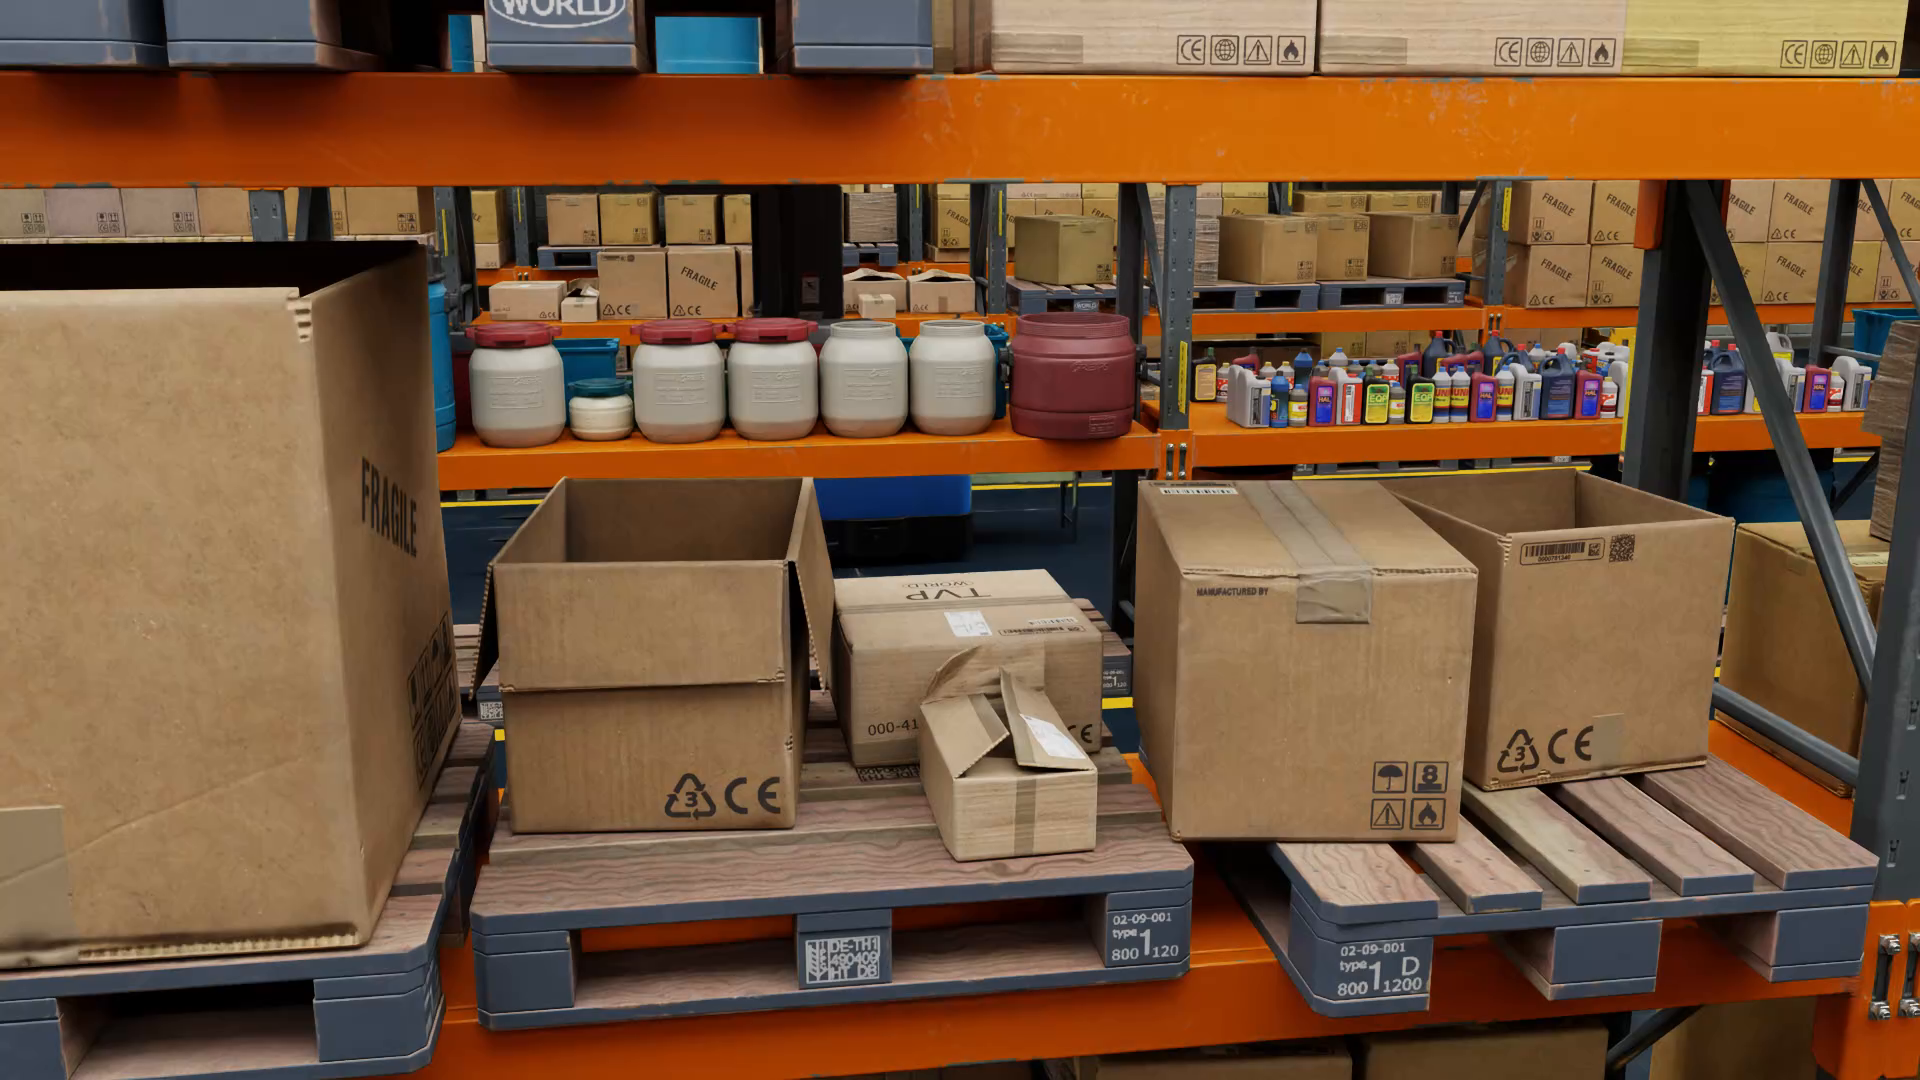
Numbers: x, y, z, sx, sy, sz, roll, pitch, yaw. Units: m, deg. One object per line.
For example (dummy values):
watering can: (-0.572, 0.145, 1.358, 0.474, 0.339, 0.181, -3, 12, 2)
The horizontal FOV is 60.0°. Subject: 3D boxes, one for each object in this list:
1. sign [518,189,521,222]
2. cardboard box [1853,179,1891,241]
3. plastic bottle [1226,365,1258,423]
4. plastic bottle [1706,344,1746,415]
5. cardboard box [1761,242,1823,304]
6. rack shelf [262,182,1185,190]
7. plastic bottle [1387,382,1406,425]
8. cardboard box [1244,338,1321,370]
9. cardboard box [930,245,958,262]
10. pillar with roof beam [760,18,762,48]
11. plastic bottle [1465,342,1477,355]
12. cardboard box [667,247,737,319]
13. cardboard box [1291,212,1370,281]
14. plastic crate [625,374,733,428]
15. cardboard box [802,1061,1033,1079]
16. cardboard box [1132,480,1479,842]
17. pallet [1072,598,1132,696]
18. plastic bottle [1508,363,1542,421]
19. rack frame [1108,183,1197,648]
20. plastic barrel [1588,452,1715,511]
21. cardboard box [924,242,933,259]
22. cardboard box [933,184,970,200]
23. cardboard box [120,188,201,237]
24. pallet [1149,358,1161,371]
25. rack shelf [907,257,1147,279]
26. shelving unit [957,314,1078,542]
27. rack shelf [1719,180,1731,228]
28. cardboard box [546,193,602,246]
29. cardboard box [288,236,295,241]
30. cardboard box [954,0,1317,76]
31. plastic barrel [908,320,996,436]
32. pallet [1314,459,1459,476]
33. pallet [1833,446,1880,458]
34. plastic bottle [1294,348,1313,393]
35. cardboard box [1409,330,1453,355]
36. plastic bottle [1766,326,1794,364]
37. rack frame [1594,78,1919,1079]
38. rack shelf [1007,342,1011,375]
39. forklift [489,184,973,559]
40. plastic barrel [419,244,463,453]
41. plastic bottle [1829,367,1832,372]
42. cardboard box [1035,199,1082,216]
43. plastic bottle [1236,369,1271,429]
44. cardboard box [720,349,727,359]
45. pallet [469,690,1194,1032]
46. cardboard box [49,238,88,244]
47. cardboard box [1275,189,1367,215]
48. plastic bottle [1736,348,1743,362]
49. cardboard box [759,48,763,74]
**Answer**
sign: (-4.396, -3.338, 16.587, 0.005, 0.325, 0.100, -2, 14, -8)
cardboard box: (7.225, -2.725, 13.660, 0.500, 0.500, 0.500, -2, 14, -7)
plastic bottle: (1.401, -0.725, 8.201, 0.135, 0.276, 0.152, -2, 14, -8)
plastic bottle: (3.860, -0.813, 8.398, 0.185, 0.351, 0.144, -2, 14, -8)
cardboard box: (6.715, -2.223, 13.712, 0.500, 0.500, 0.500, -2, 14, -8)
rack shelf: (-1.030, -1.844, 7.721, 4.000, 0.370, 1.077, -2, 14, -8)
plastic bottle: (2.131, -0.671, 8.141, 0.097, 0.201, 0.097, 0, 14, 0)
cardboard box: (2.665, -1.517, 13.796, 0.500, 0.250, 0.500, -2, 14, -8)
cardboard box: (-0.169, -3.038, 17.644, 0.250, 0.149, 0.380, -2, 14, -9)
pillar with roof beam: (-1.302, -5.229, 13.573, 0.400, 9.000, 9.100, -2, 14, -8)
plastic bottle: (2.729, -0.924, 8.981, 0.133, 0.283, 0.061, -2, 14, -8)
cardboard box: (-1.964, -1.967, 12.693, 0.500, 0.500, 0.500, -2, 14, -8)
cardboard box: (2.996, -2.396, 13.540, 0.500, 0.500, 0.700, 0, 14, 1)
plastic crate: (-1.328, -0.694, 8.258, 0.662, 0.188, 0.450, -2, 14, -8)
cardboard box: (-0.081, 1.454, 3.491, 0.500, 0.500, 0.700, -1, 14, -4)
cardboard box: (0.620, 0.202, 3.181, 0.500, 0.500, 0.700, 0, 14, 0)
pallet: (0.175, 0.561, 8.552, 1.213, 0.211, 1.003, -2, 14, -8)
plastic bottle: (2.795, -0.739, 8.256, 0.135, 0.276, 0.152, -2, 14, -8)
rack frame: (0.947, -0.811, 8.288, 0.127, 3.000, 1.000, -2, 14, -8)
plastic barrel: (3.662, -0.100, 8.905, 0.708, 0.901, 0.600, -2, 14, -8)
cardboard box: (-0.245, -3.155, 18.111, 0.250, 0.149, 0.380, -2, 14, -7)
cardboard box: (-0.013, -3.715, 17.470, 0.500, 0.250, 0.500, -2, 14, -7)
cardboard box: (-5.669, -2.463, 12.003, 0.500, 0.500, 0.700, -2, 14, -8)
pallet: (2.675, -1.940, 18.523, 1.213, 0.211, 1.003, -2, 14, -8)
rack shelf: (1.449, -2.917, 18.167, 4.000, 0.370, 1.077, -2, 14, -8)
shelving unit: (0.382, -0.745, 11.111, 0.755, 1.500, 0.431, -2, 14, -9)
rack shelf: (3.663, -0.798, 3.549, 4.000, 0.370, 1.077, -2, 14, -8)
cardboard box: (-3.976, -3.321, 17.187, 0.500, 0.500, 0.700, -2, 14, -8)
cardboard box: (-4.742, -2.131, 12.012, 0.250, 0.149, 0.380, -2, 14, -8)
cardboard box: (0.266, -0.886, 2.732, 0.500, 0.250, 0.500, -2, 14, -7)
plastic barrel: (-0.038, -0.776, 7.921, 0.421, 0.512, 0.421, 0, 14, 0)
pallet: (3.370, -0.756, 13.803, 1.213, 0.211, 1.003, -2, 14, -8)
pallet: (7.260, -0.908, 14.407, 1.213, 0.211, 1.003, -2, 14, -8)
plastic bottle: (1.821, -0.881, 8.832, 0.097, 0.271, 0.097, 0, 14, 0)
cardboard box: (5.187, -2.368, 18.772, 0.500, 0.500, 0.700, -2, 14, -7)
plastic bottle: (4.466, -0.995, 9.126, 0.185, 0.351, 0.144, -2, 14, -8)
rack frame: (1.686, 0.382, 3.534, 0.053, 2.616, 0.949, -2, 14, -8)
rack shelf: (0.382, -1.124, 11.016, 0.720, 0.370, 0.431, -2, 14, -9)
forklift: (-1.483, -1.348, 10.570, 3.031, 2.935, 1.130, -2, 14, -9)
plastic barrel: (-2.581, -0.850, 7.414, 0.708, 0.901, 0.600, -2, 14, -8)
plastic bottle: (4.524, -0.797, 8.640, 0.097, 0.201, 0.097, 0, 14, 0)
cardboard box: (1.000, -3.387, 17.701, 0.500, 0.500, 0.500, -2, 14, -9)
plastic bottle: (1.423, -0.688, 8.055, 0.135, 0.276, 0.152, -2, 14, -8)
cardboard box: (-2.745, -2.120, 17.743, 0.500, 0.500, 0.700, -2, 14, -8)
pallet: (-0.266, 0.555, 3.235, 1.213, 0.211, 1.003, -2, 14, -8)
cardboard box: (-6.257, -2.076, 11.793, 0.250, 0.149, 0.380, -3, 14, -10)
cardboard box: (3.966, -3.500, 18.394, 0.700, 0.700, 0.980, -2, 14, -7)
plastic bottle: (4.021, -0.854, 8.563, 0.185, 0.351, 0.144, -2, 14, -8)
cardboard box: (-1.310, -3.517, 12.357, 0.500, 0.250, 0.500, -2, 14, -9)
